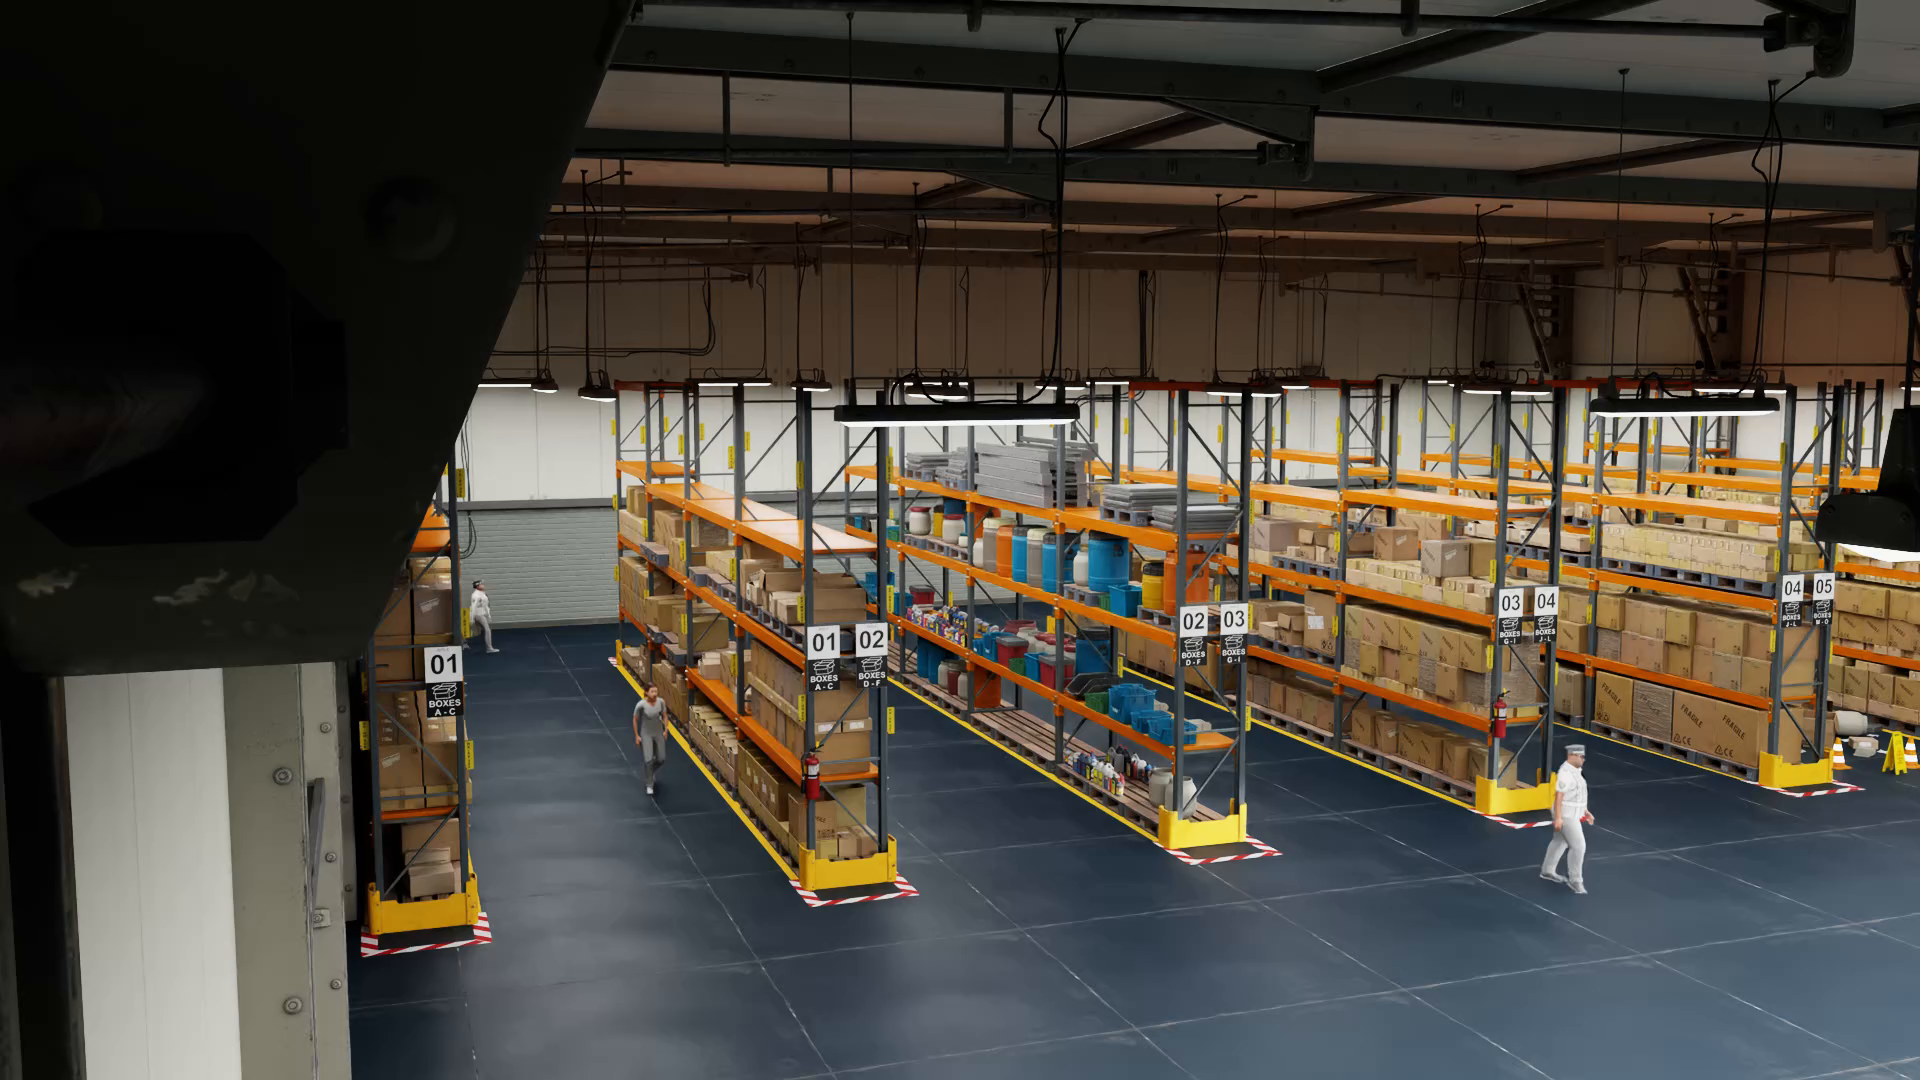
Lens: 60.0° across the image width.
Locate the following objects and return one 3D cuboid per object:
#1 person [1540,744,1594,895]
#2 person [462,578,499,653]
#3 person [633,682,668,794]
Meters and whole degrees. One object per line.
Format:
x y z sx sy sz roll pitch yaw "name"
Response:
7.367 3.374 20.138 0.621 1.831 0.566 3 7 25 "person"
-10.563 1.644 36.466 0.914 1.649 0.483 0 6 1 "person"
-4.623 2.907 24.740 0.523 1.653 0.640 -3 7 -30 "person"
